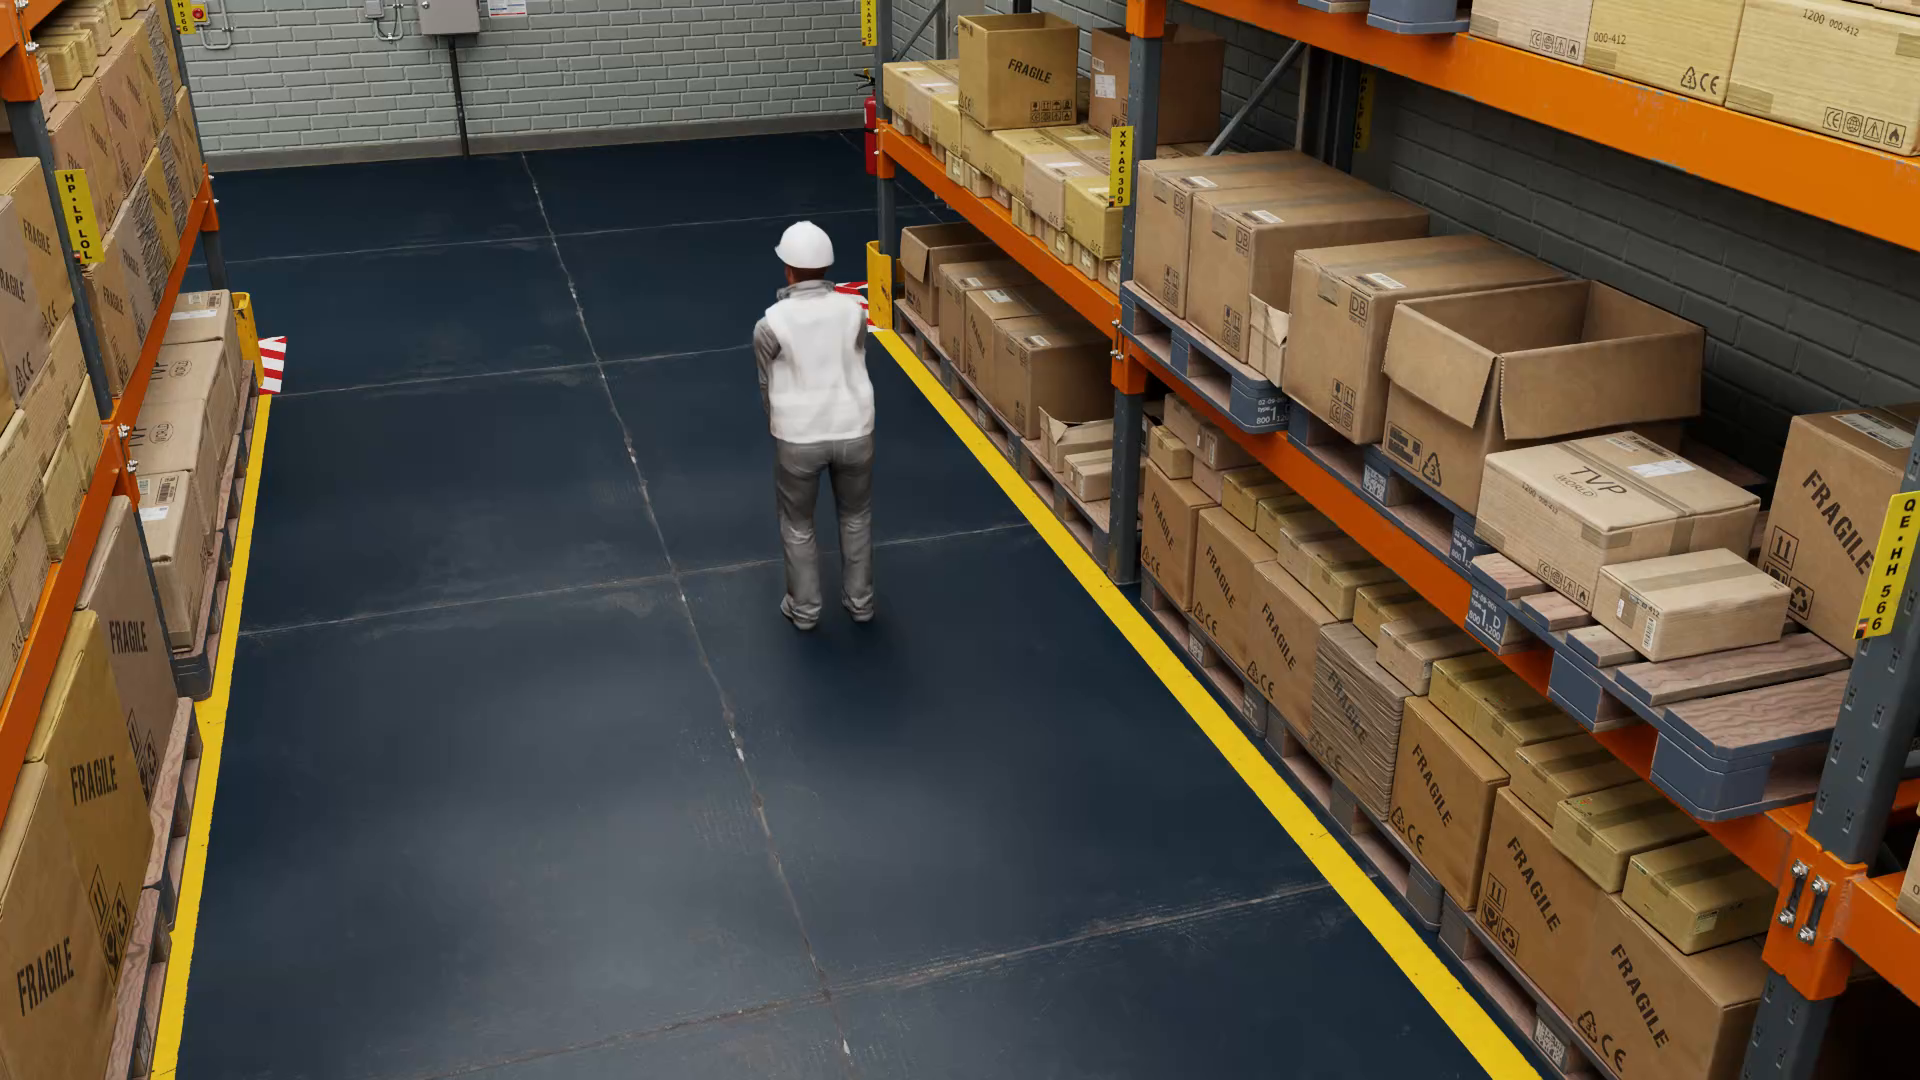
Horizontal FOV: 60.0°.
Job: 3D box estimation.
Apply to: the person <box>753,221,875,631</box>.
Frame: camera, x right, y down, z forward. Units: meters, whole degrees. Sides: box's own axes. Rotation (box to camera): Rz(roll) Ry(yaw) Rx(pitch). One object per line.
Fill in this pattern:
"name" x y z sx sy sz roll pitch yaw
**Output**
"person" -0.625 -0.488 7.094 0.487 1.765 0.577 -9 27 -17
